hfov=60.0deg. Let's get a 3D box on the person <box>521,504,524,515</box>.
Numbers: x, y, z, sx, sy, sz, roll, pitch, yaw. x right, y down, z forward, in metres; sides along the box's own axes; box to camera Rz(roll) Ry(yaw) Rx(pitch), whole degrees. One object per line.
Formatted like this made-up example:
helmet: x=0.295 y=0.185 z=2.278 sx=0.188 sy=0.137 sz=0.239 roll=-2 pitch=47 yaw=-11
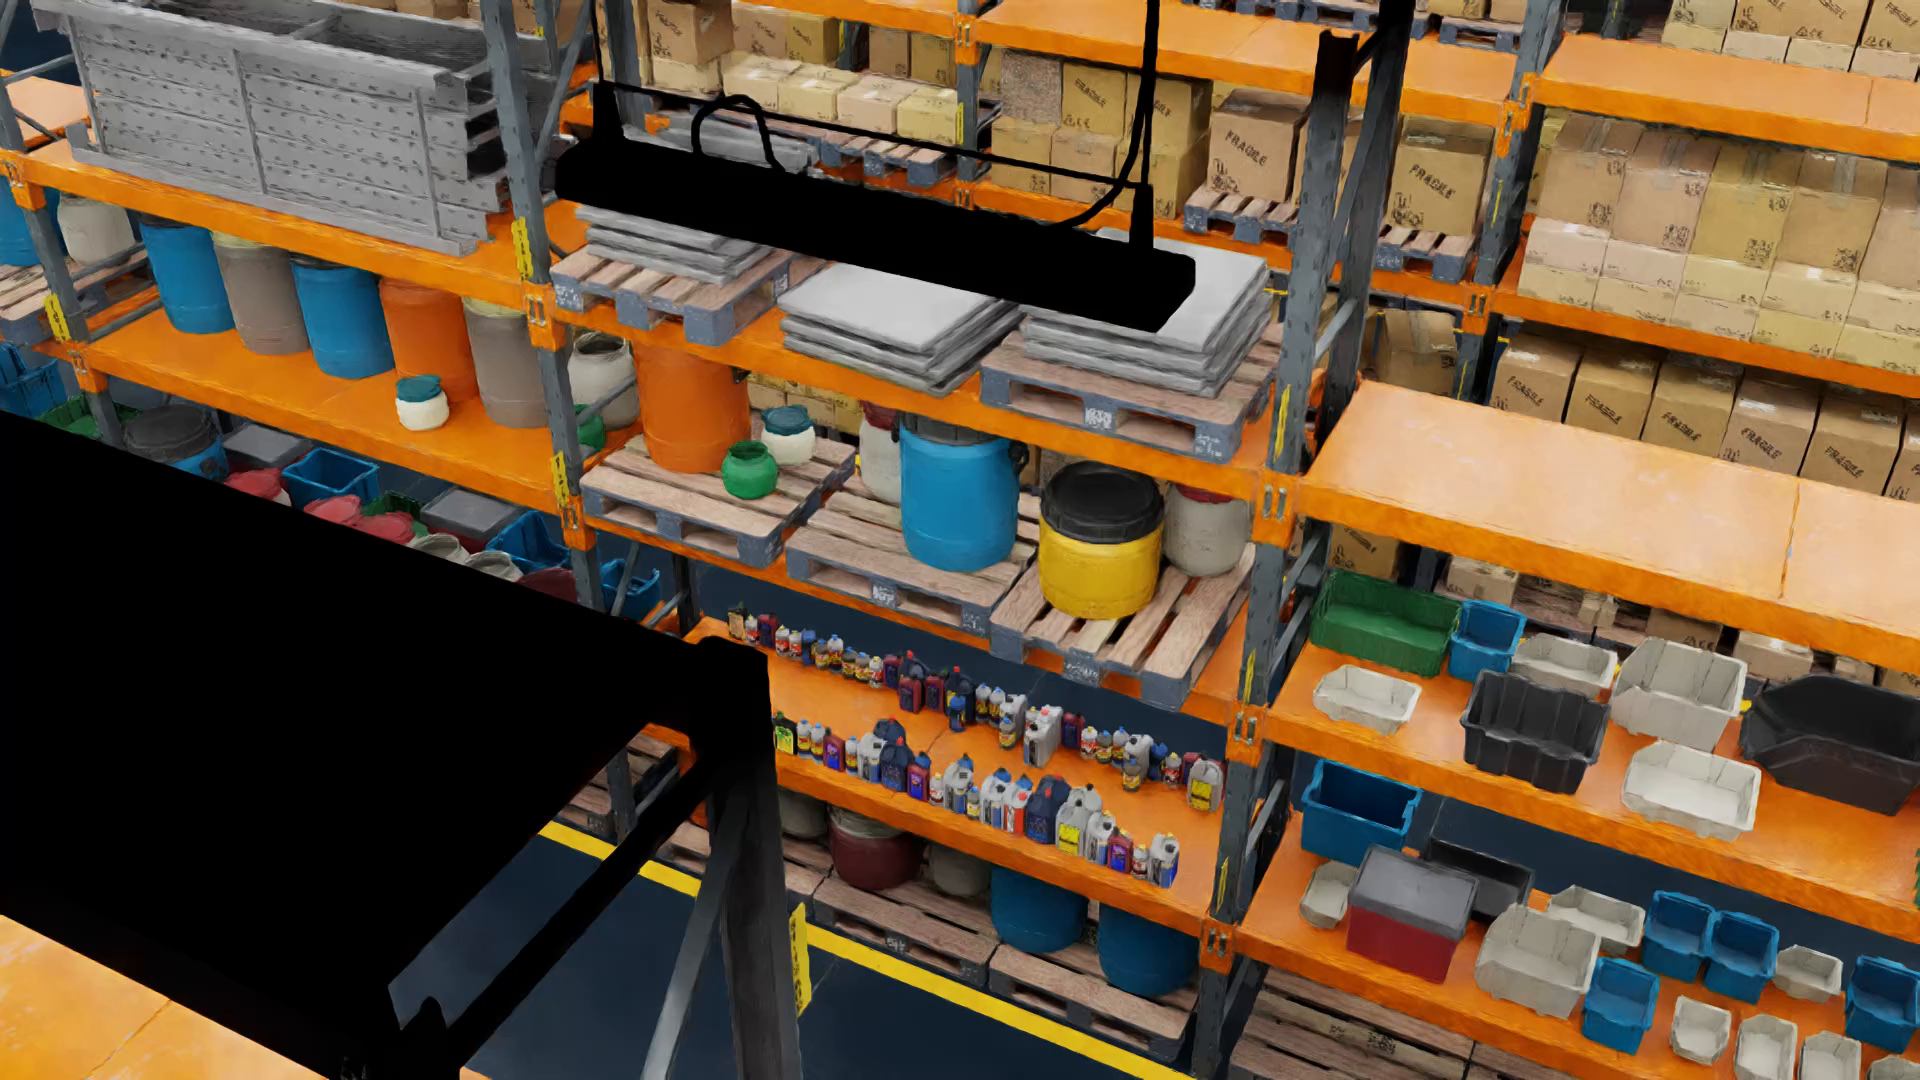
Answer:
person: x=-3.425 y=-0.266 z=12.674 sx=0.569 sy=1.786 sz=0.653 roll=-21 pitch=40 yaw=-28
